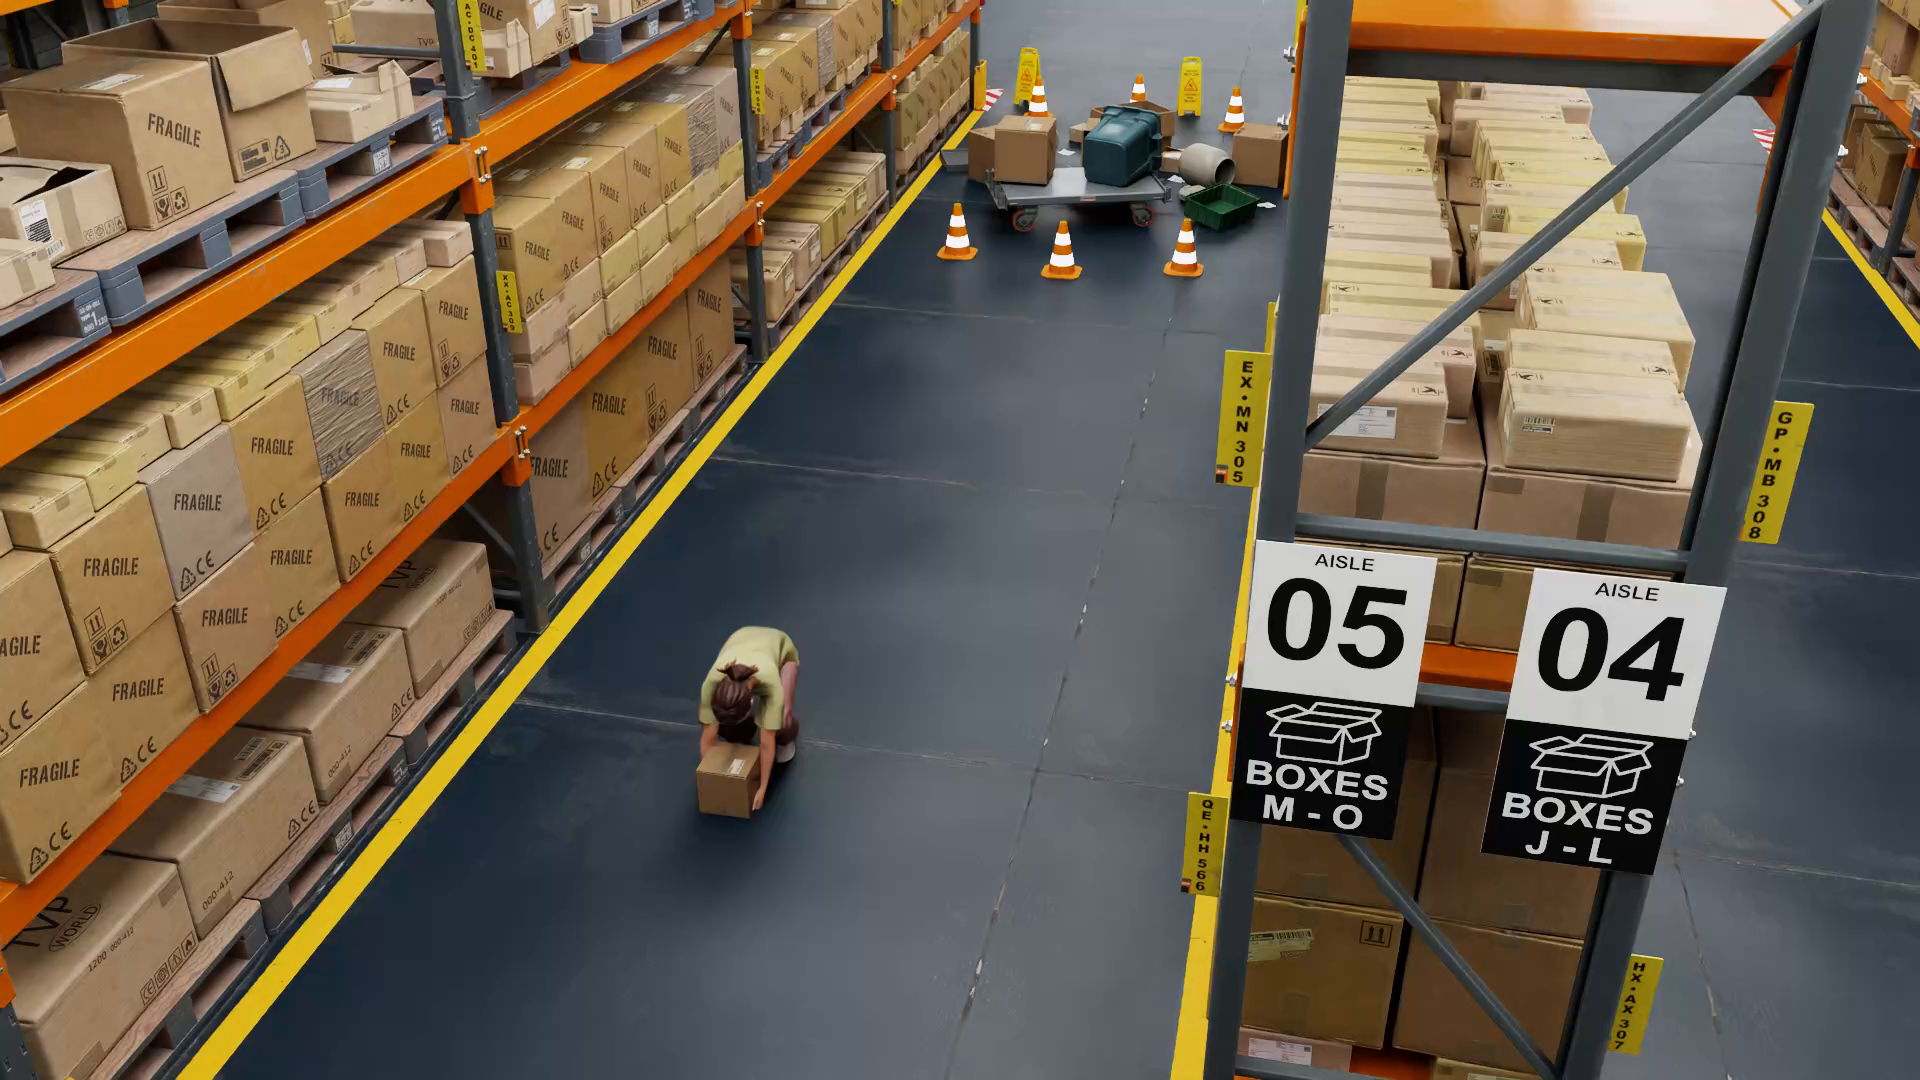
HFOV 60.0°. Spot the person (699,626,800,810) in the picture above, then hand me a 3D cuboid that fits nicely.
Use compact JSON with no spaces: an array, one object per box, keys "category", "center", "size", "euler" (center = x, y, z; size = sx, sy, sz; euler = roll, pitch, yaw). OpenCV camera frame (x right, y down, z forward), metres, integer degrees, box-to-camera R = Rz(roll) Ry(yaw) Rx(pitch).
[{"category":"person","center":[-1.025,0.809,8.145],"size":[0.455,0.770,0.856],"euler":[5,29,9]}]
